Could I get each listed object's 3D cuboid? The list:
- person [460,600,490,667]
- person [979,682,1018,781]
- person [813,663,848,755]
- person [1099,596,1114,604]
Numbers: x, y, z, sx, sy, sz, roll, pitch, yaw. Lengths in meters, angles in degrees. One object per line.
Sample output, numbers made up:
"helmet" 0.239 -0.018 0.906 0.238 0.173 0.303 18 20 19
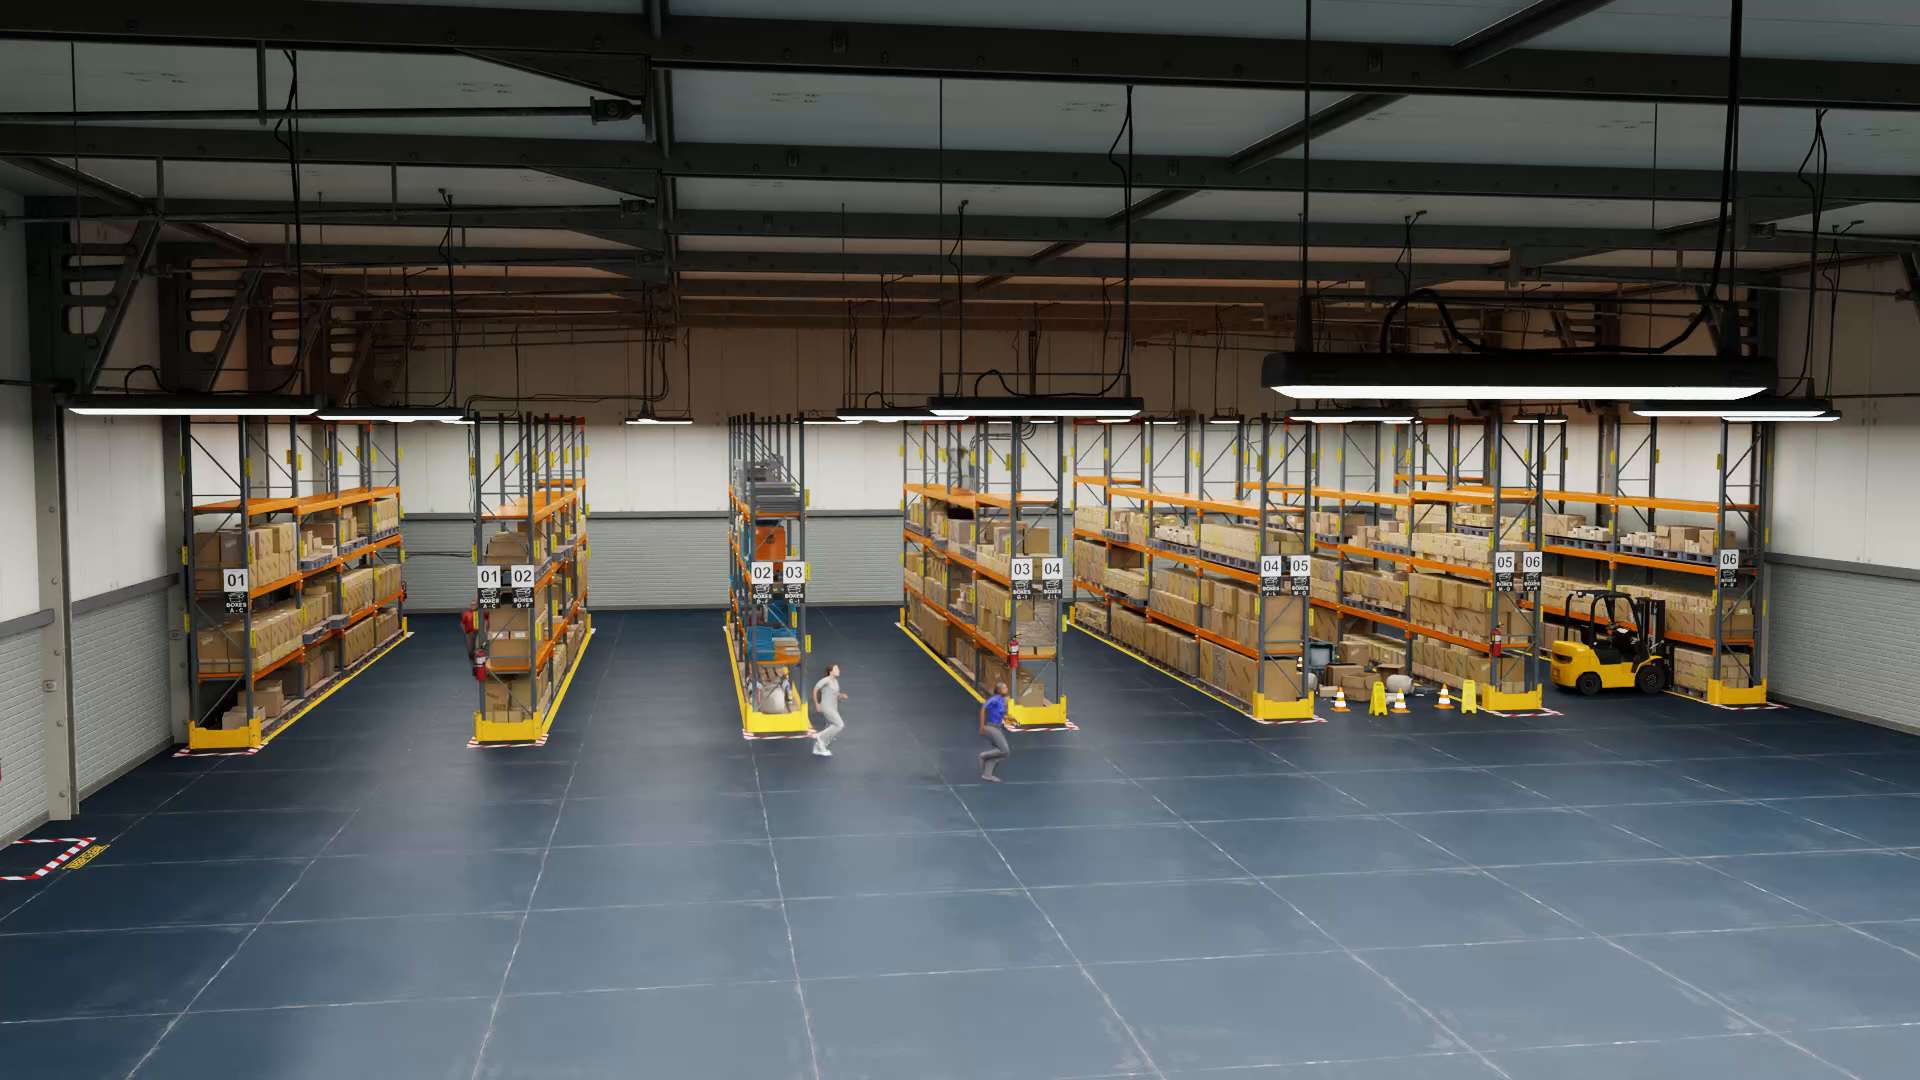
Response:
"person" -11.294 2.241 38.738 0.651 1.709 0.893 -1 4 -14
"person" 0.622 3.105 26.893 0.626 1.605 0.616 1 4 18
"person" -2.247 2.938 28.882 0.640 1.603 0.556 1 4 20
"person" 4.368 1.561 49.504 0.769 1.616 0.564 1 4 14
